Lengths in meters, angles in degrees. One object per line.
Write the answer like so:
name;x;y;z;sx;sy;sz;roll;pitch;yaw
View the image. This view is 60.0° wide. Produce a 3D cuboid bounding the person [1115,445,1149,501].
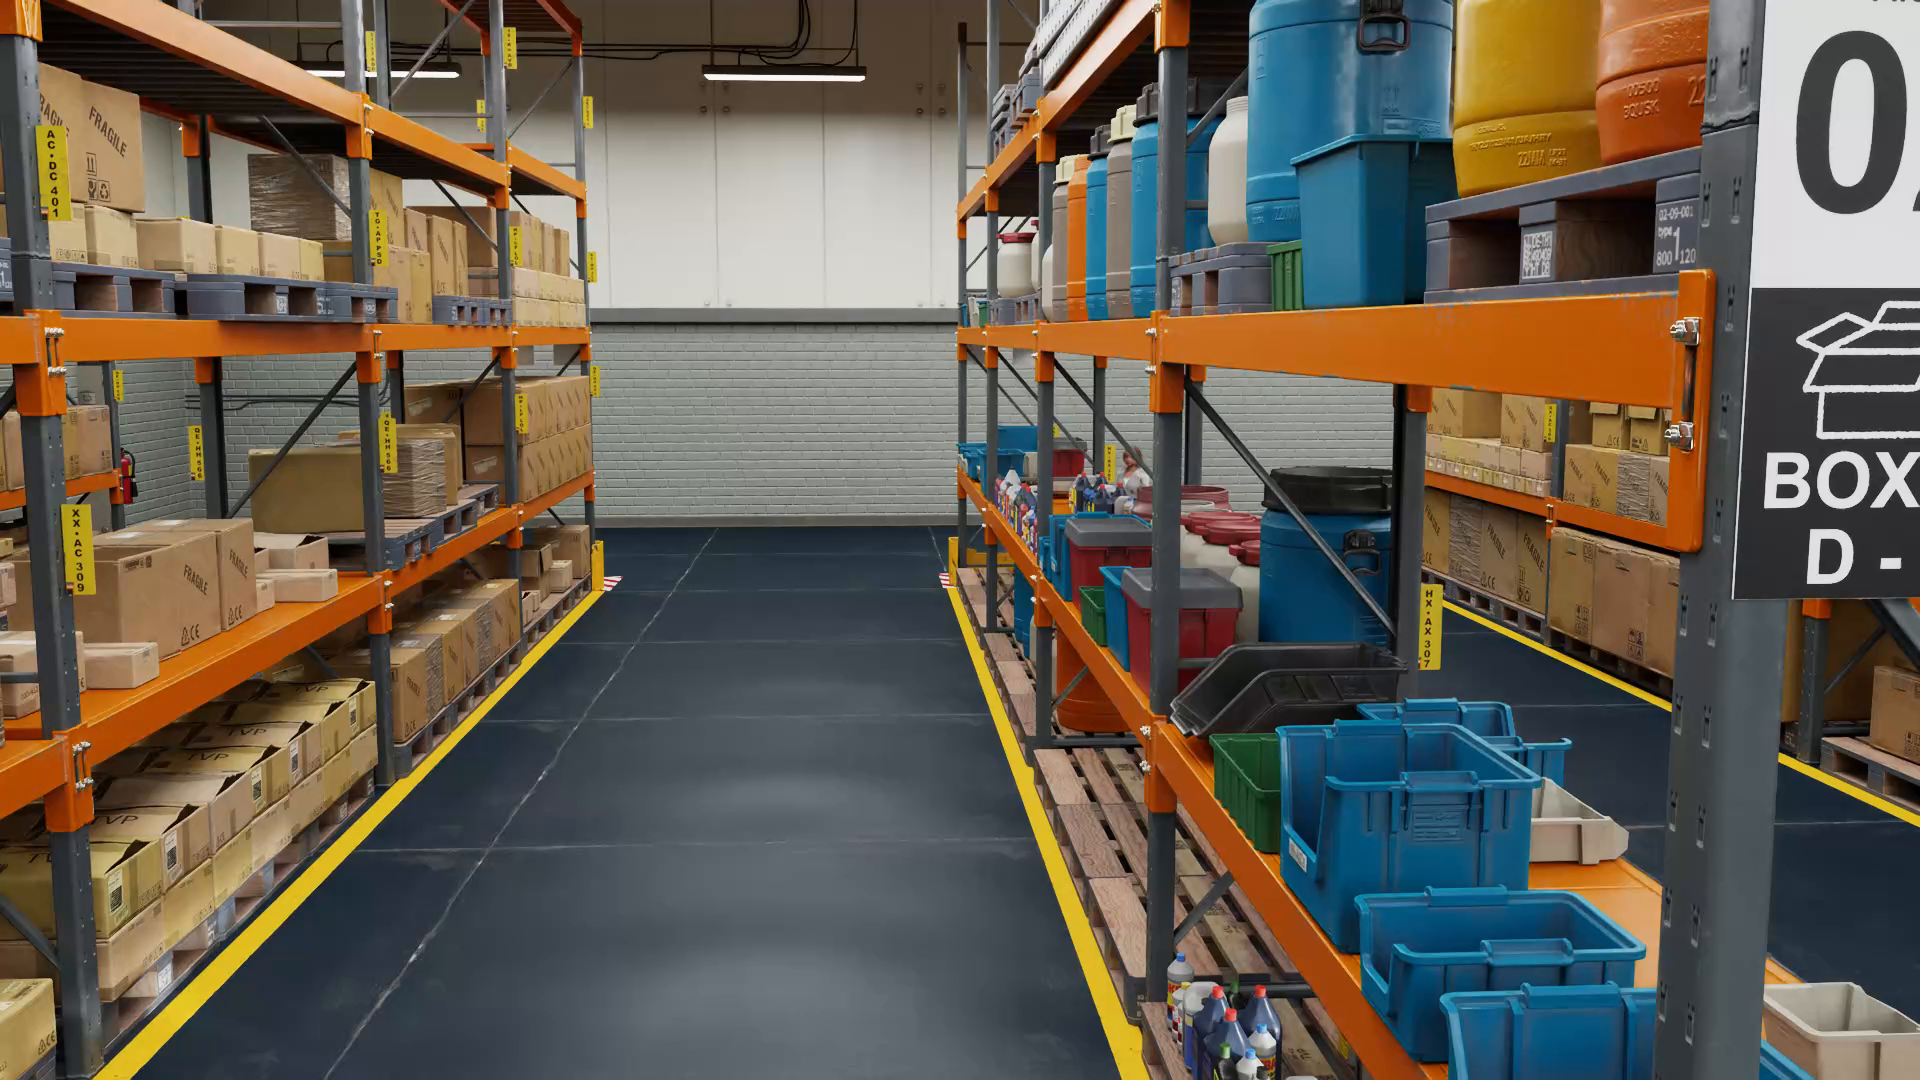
person;1.771;-0.190;17.208;0.417;1.583;0.618;5;9;35
